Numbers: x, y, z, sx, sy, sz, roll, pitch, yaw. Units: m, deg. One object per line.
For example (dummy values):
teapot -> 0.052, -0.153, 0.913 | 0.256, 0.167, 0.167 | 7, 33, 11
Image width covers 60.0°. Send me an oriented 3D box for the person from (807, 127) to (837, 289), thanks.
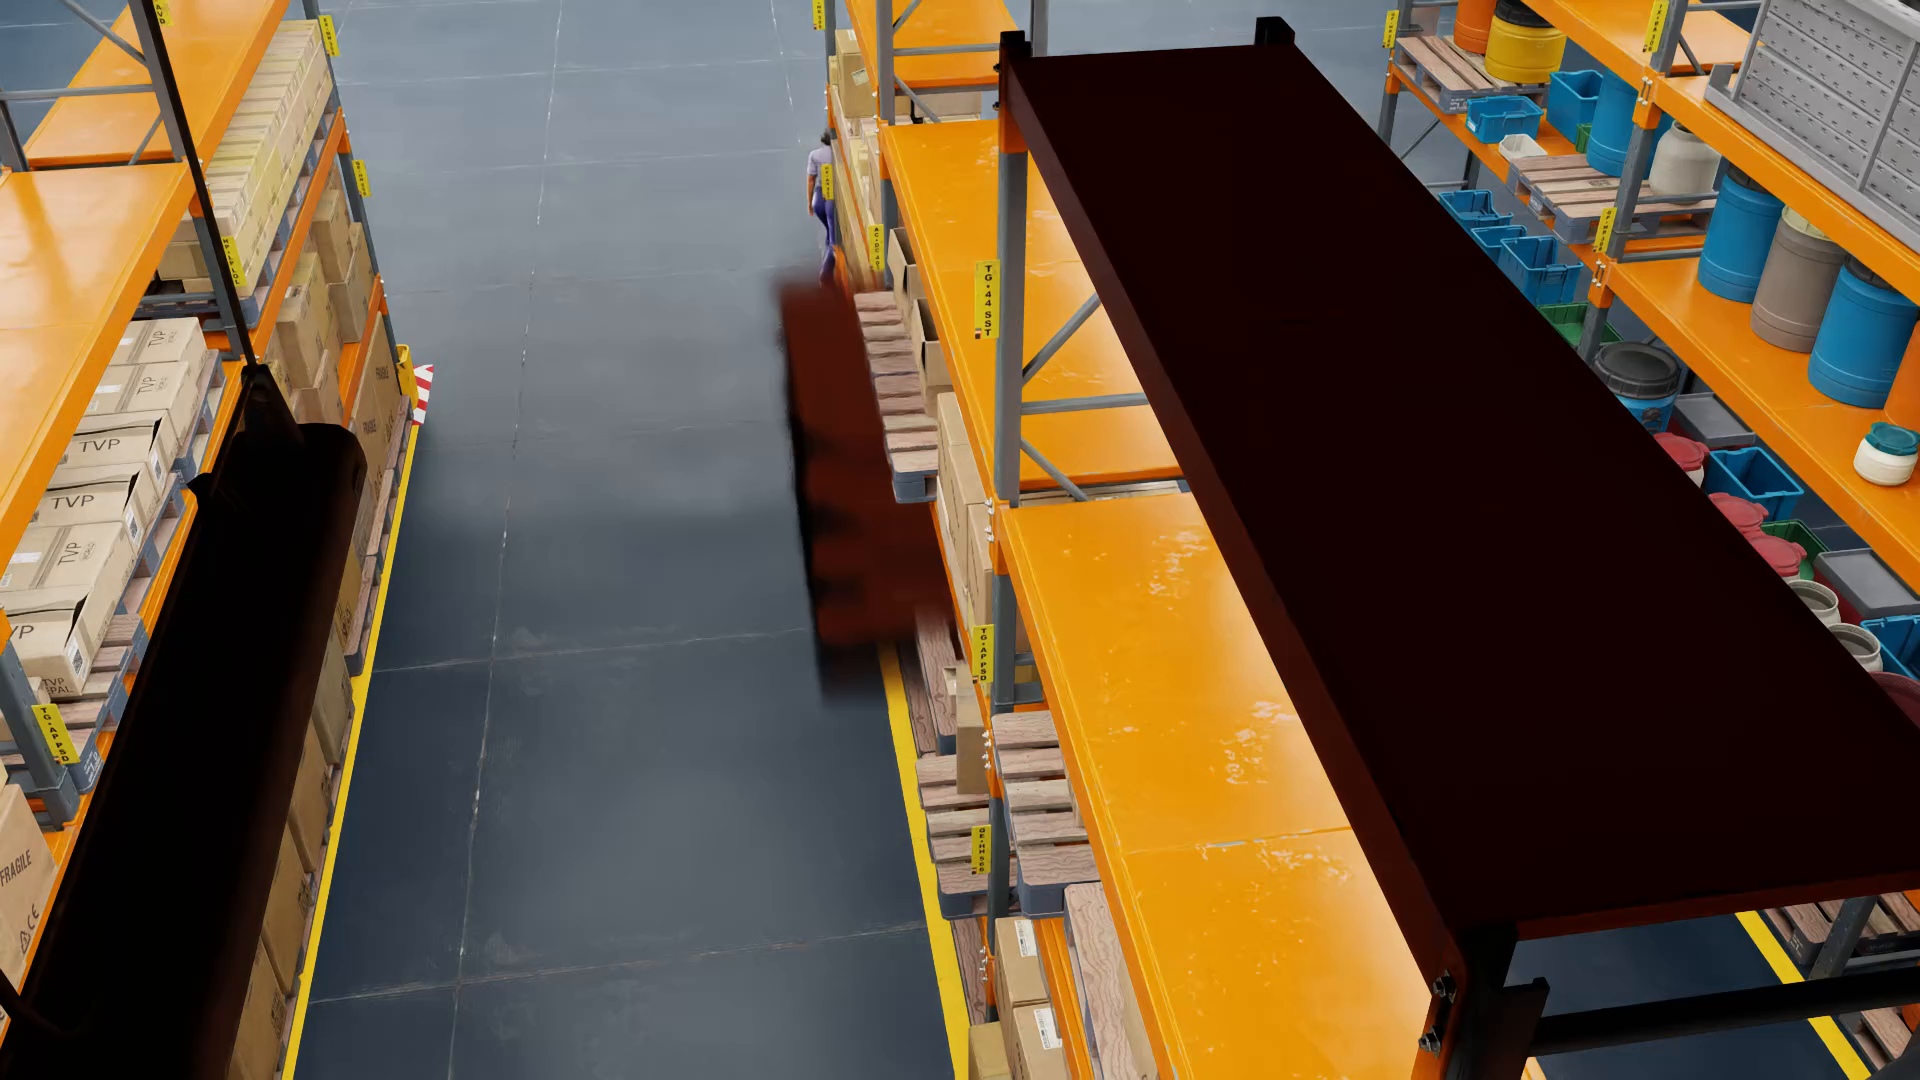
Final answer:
person -> -1.255, -3.395, 16.724 | 0.524, 1.590, 0.894 | 21, 41, 26
